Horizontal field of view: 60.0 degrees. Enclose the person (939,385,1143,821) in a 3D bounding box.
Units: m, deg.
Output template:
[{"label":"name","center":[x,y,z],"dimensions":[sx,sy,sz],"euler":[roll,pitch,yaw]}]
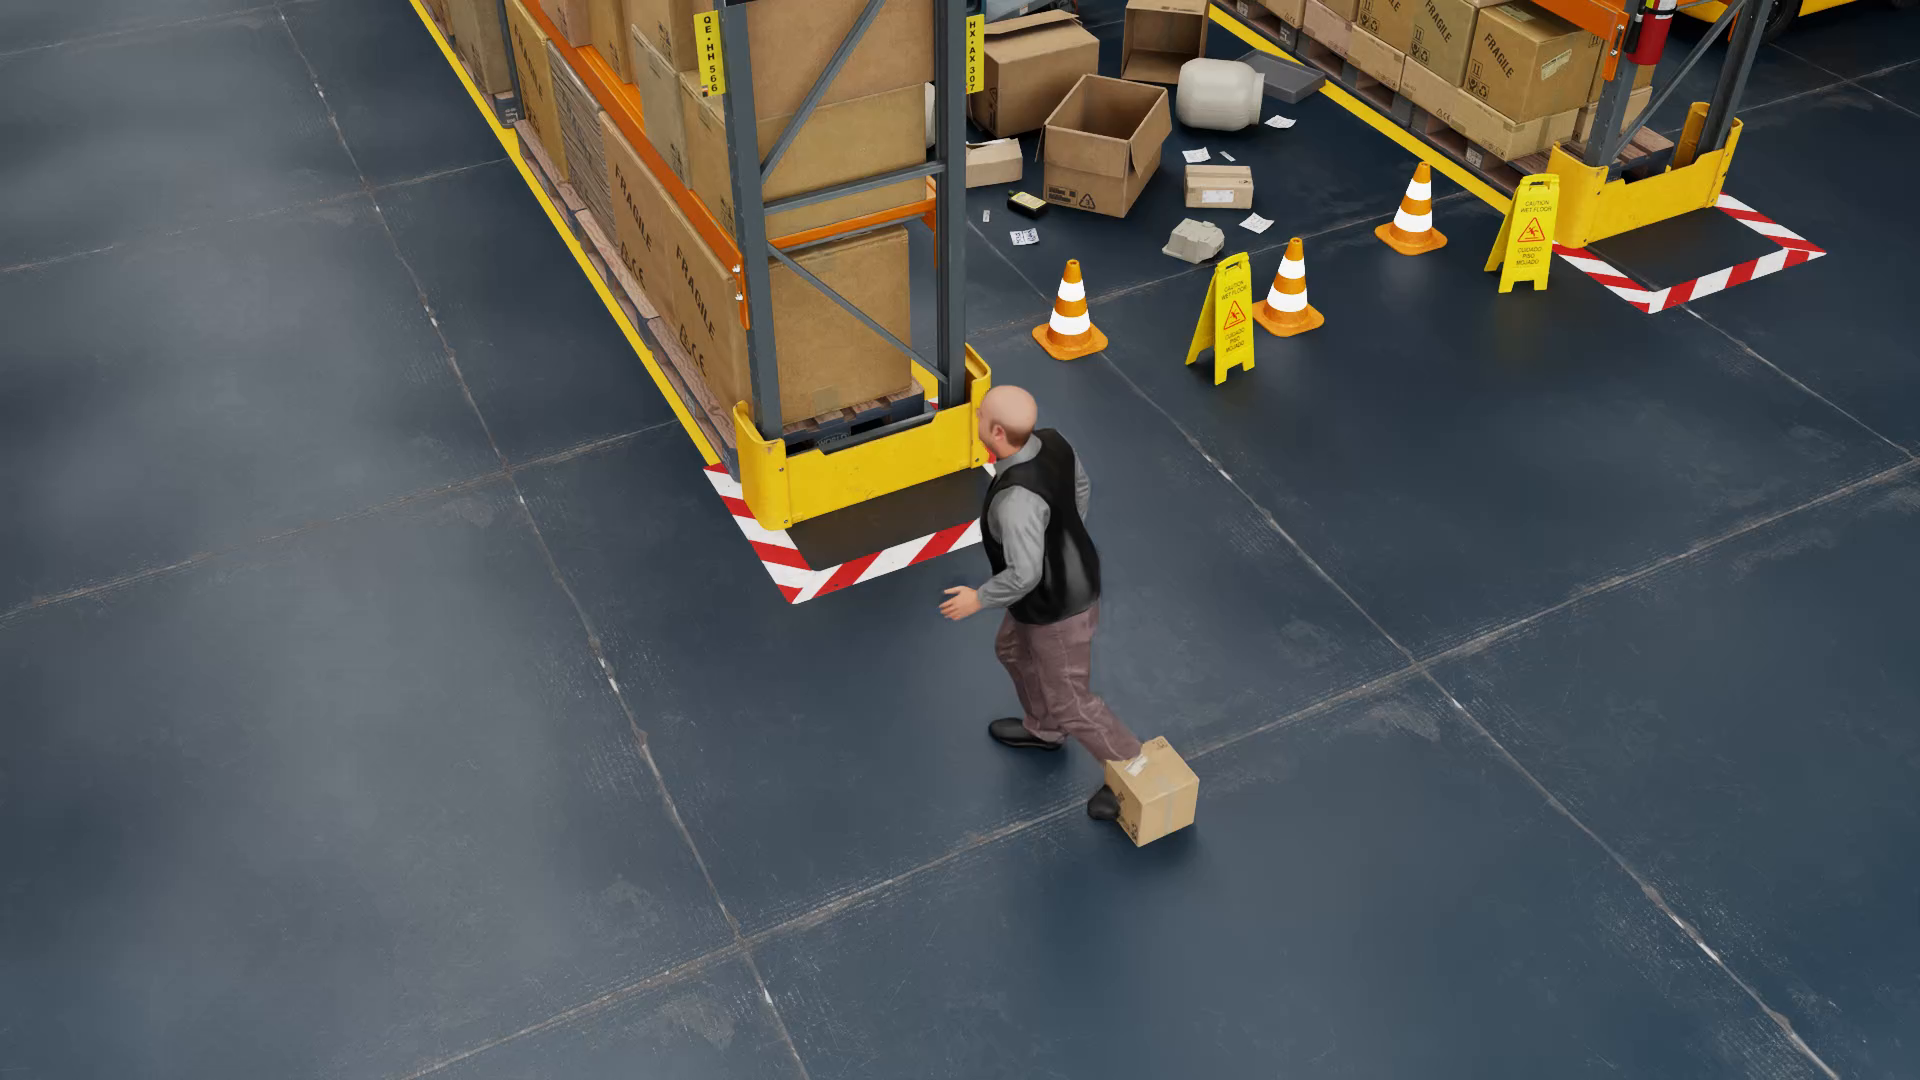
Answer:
[{"label":"person","center":[0.335,0.219,5.962],"dimensions":[0.804,1.671,0.694],"euler":[3,41,4]}]
